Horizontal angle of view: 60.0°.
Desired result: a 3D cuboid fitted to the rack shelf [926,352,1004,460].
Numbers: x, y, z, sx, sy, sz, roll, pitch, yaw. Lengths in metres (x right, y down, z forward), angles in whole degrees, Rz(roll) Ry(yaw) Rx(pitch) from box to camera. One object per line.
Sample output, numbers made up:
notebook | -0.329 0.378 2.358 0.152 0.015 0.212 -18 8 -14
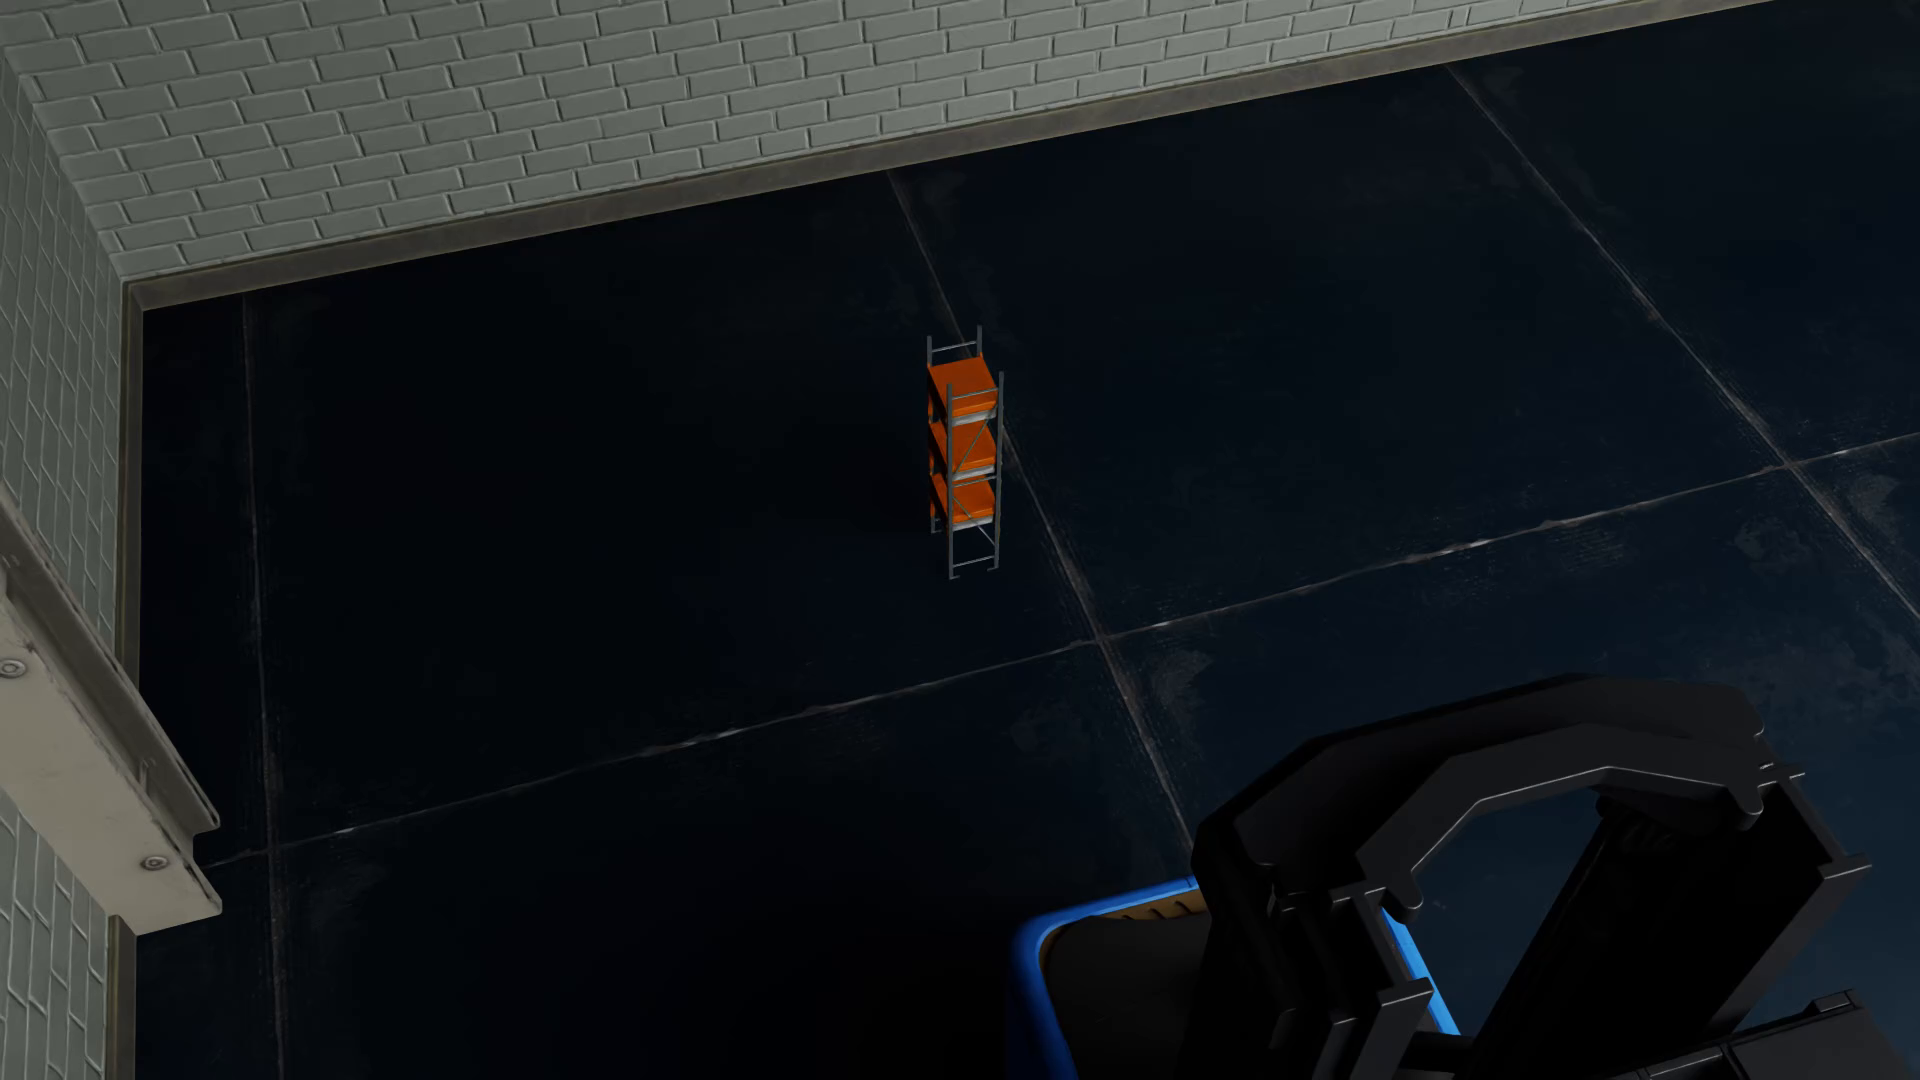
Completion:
rack shelf | 0.016 -0.475 5.896 0.215 0.259 0.240 -13 51 -11

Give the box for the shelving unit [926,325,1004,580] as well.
shelving unit | 0.016 -0.299 6.105 0.215 1.050 0.252 -13 51 -11

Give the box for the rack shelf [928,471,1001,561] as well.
rack shelf | 0.016 -0.113 6.326 0.215 0.259 0.240 -13 51 -11

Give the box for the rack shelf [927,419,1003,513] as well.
rack shelf | 0.016 -0.292 6.113 0.215 0.259 0.240 -13 51 -11

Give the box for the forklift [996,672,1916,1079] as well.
forklift | 1.006 1.722 3.171 1.130 2.935 3.031 -12 51 -10

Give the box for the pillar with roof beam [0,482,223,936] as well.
pillar with roof beam | 1.467 -2.749 2.971 9.100 9.000 0.400 -13 51 -11

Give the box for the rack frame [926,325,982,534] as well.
rack frame | -0.020 -0.388 6.180 0.200 1.050 0.008 -13 51 -11

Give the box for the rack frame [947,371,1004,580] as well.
rack frame | 0.052 -0.210 6.030 0.200 1.050 0.008 -13 51 -11
